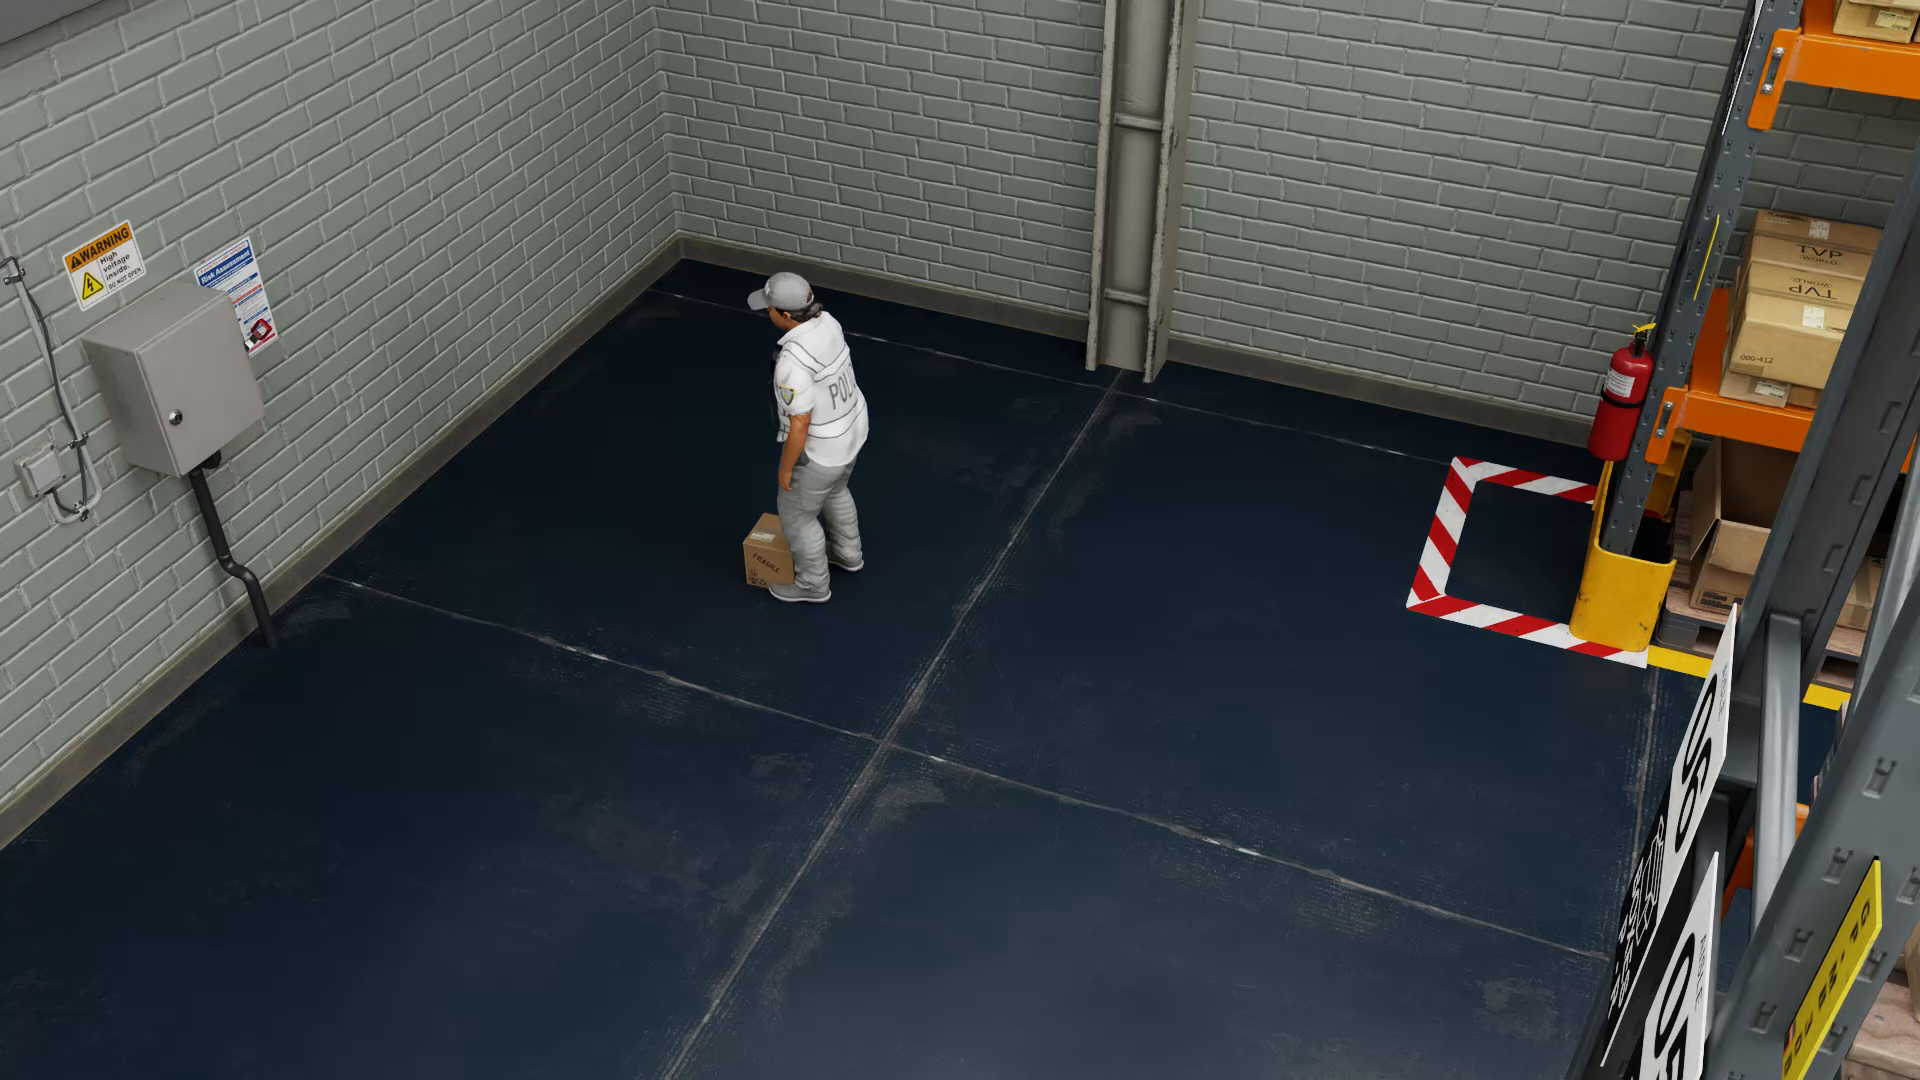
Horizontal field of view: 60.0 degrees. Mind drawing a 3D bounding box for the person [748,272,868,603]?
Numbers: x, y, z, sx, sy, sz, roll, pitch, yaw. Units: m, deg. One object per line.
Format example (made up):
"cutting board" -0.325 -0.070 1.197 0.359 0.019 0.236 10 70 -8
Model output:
"person" -0.654 -0.446 7.389 0.463 1.667 0.562 12 39 16
